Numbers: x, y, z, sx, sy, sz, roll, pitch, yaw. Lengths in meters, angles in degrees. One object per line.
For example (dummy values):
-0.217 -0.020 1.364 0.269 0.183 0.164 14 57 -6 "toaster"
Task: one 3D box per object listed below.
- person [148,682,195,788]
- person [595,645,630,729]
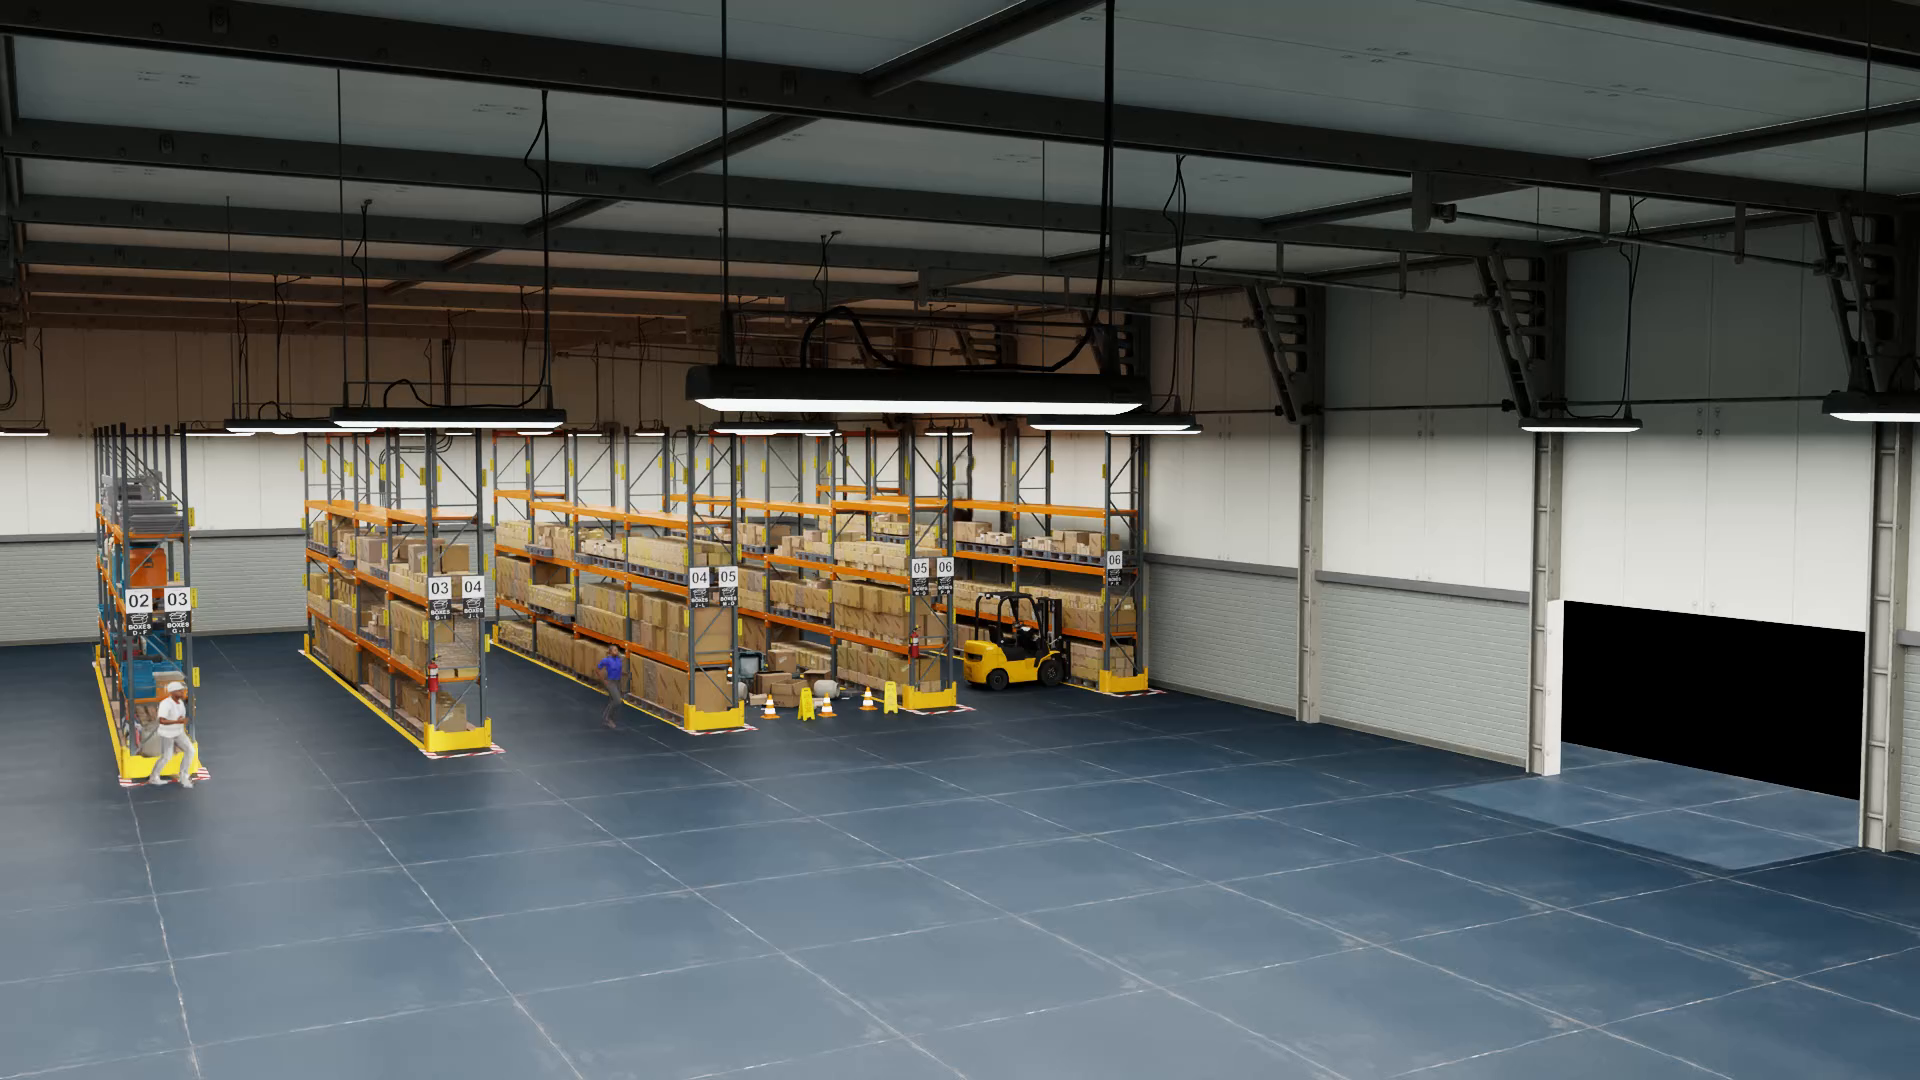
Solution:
-12.933 3.219 27.252 0.819 1.807 0.702 1 3 9 "person"
-6.863 2.911 32.985 0.677 1.667 0.549 2 4 29 "person"
